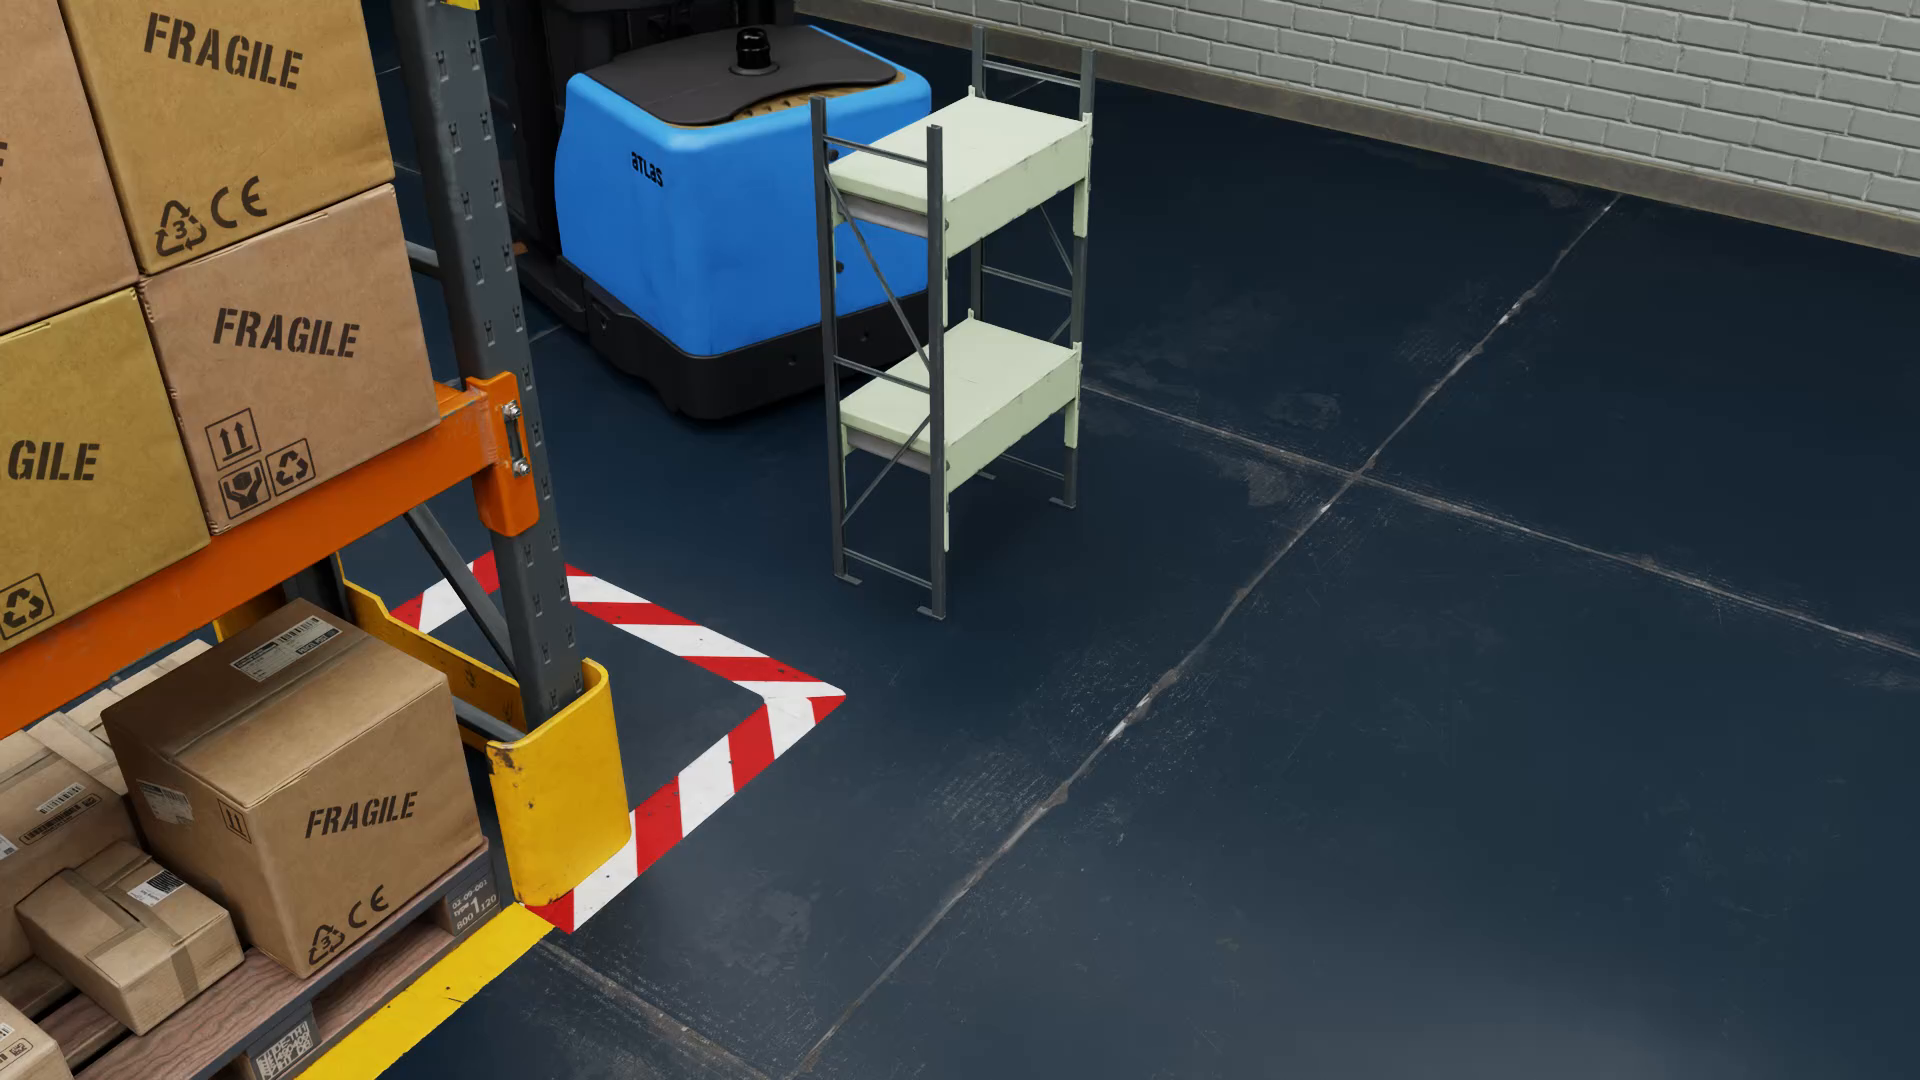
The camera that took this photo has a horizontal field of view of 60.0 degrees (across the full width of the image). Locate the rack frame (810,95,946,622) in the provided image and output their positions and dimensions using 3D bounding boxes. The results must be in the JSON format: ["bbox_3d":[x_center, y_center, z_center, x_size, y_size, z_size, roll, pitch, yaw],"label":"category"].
[{"bbox_3d":[-0.212,-0.450,4.576,0.400,1.500,0.023,21,39,28],"label":"rack frame"}]

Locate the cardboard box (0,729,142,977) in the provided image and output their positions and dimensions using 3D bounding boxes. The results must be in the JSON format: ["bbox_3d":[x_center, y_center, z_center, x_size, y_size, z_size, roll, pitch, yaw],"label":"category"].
[{"bbox_3d":[-2.159,0.690,3.613,0.500,0.250,0.500,21,39,28],"label":"cardboard box"}]

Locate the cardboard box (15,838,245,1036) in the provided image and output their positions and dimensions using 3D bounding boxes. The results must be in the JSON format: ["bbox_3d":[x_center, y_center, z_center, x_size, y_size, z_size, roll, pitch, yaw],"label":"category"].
[{"bbox_3d":[-1.743,0.822,3.493,0.380,0.166,0.250,21,39,28],"label":"cardboard box"}]

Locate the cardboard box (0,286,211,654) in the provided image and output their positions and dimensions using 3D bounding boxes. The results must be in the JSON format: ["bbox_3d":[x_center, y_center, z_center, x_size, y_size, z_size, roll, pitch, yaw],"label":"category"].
[{"bbox_3d":[-1.655,-0.165,2.726,0.500,0.500,0.500,22,40,29],"label":"cardboard box"}]

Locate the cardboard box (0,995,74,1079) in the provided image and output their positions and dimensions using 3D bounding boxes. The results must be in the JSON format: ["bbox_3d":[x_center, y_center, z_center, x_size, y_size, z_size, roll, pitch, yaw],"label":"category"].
[{"bbox_3d":[-2.005,1.057,3.071,0.500,0.250,0.500,21,39,28],"label":"cardboard box"}]

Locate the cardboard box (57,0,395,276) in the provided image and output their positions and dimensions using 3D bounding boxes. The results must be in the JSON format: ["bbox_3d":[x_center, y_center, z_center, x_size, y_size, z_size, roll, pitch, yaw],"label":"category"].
[{"bbox_3d":[-1.359,-0.819,2.802,0.500,0.500,0.500,21,39,28],"label":"cardboard box"}]

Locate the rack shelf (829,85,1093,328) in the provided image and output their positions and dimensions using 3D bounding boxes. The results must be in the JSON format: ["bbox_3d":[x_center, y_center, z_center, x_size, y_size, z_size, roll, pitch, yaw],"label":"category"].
[{"bbox_3d":[-0.004,-0.941,4.607,0.431,0.370,0.720,21,39,28],"label":"rack shelf"}]

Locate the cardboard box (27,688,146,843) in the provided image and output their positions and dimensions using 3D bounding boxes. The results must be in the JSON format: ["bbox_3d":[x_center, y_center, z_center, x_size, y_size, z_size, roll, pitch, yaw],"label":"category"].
[{"bbox_3d":[-1.994,0.533,3.920,0.380,0.166,0.250,21,39,28],"label":"cardboard box"}]

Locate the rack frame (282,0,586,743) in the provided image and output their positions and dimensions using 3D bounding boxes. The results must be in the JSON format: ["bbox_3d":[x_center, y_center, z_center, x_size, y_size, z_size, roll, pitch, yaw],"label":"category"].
[{"bbox_3d":[-1.331,-0.656,3.542,1.000,3.000,0.127,21,39,28],"label":"rack frame"}]

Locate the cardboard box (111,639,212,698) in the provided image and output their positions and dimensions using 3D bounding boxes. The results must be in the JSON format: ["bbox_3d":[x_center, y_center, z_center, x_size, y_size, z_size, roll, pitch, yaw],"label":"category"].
[{"bbox_3d":[-1.852,0.426,4.095,0.380,0.149,0.250,21,39,28],"label":"cardboard box"}]

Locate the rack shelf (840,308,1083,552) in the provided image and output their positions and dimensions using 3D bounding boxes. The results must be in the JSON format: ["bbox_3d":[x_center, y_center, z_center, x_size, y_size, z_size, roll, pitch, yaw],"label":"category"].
[{"bbox_3d":[-0.004,-0.348,5.008,0.431,0.370,0.720,21,39,28],"label":"rack shelf"}]

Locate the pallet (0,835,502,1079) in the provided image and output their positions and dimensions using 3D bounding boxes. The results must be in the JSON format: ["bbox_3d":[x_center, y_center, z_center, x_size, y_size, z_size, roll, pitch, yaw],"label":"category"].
[{"bbox_3d":[-1.828,0.901,3.729,1.003,0.211,1.213,21,39,28],"label":"pallet"}]

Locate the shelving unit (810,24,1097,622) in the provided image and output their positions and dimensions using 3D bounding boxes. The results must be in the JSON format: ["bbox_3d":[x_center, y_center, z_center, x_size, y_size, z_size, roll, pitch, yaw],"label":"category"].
[{"bbox_3d":[-0.004,-0.618,4.825,0.431,1.500,0.755,21,39,28],"label":"shelving unit"}]

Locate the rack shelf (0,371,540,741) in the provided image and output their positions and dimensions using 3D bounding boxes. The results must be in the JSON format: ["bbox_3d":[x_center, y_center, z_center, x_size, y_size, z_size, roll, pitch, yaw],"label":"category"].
[{"bbox_3d":[-2.471,0.562,2.383,1.077,0.370,4.000,21,39,28],"label":"rack shelf"}]

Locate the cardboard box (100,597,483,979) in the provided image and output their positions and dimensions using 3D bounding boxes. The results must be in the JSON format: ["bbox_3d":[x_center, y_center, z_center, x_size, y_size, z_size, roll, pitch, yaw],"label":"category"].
[{"bbox_3d":[-1.438,0.526,3.633,0.500,0.500,0.500,21,39,28],"label":"cardboard box"}]

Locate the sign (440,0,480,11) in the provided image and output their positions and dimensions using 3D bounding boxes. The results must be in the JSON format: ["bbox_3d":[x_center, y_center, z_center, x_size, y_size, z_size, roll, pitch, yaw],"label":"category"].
[{"bbox_3d":[-0.886,-1.080,2.854,0.100,0.325,0.005,21,39,28],"label":"sign"}]

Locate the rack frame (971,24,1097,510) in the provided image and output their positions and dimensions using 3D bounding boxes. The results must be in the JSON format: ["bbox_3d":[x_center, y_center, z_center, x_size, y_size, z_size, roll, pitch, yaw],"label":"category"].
[{"bbox_3d":[0.205,-0.787,5.074,0.400,1.500,0.023,21,39,28],"label":"rack frame"}]

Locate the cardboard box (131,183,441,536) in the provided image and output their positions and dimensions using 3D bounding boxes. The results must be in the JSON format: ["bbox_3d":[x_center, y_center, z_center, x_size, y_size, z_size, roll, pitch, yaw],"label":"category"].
[{"bbox_3d":[-1.363,-0.404,3.081,0.500,0.500,0.500,23,40,30],"label":"cardboard box"}]

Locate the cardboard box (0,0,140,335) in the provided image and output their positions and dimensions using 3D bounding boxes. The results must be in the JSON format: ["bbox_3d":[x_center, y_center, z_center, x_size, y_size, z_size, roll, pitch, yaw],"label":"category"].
[{"bbox_3d":[-1.646,-0.586,2.457,0.500,0.500,0.500,22,40,29],"label":"cardboard box"}]

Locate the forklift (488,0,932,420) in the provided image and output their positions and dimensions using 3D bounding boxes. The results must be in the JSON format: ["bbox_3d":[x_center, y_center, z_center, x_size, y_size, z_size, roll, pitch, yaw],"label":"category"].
[{"bbox_3d":[-1.355,-2.404,6.188,1.130,2.935,3.031,-22,40,-29],"label":"forklift"}]

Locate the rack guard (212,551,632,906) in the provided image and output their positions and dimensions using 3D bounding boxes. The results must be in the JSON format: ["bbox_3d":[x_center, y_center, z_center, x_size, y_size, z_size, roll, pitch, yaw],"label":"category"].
[{"bbox_3d":[-1.374,0.414,4.191,1.175,0.500,0.348,21,39,28],"label":"rack guard"}]
